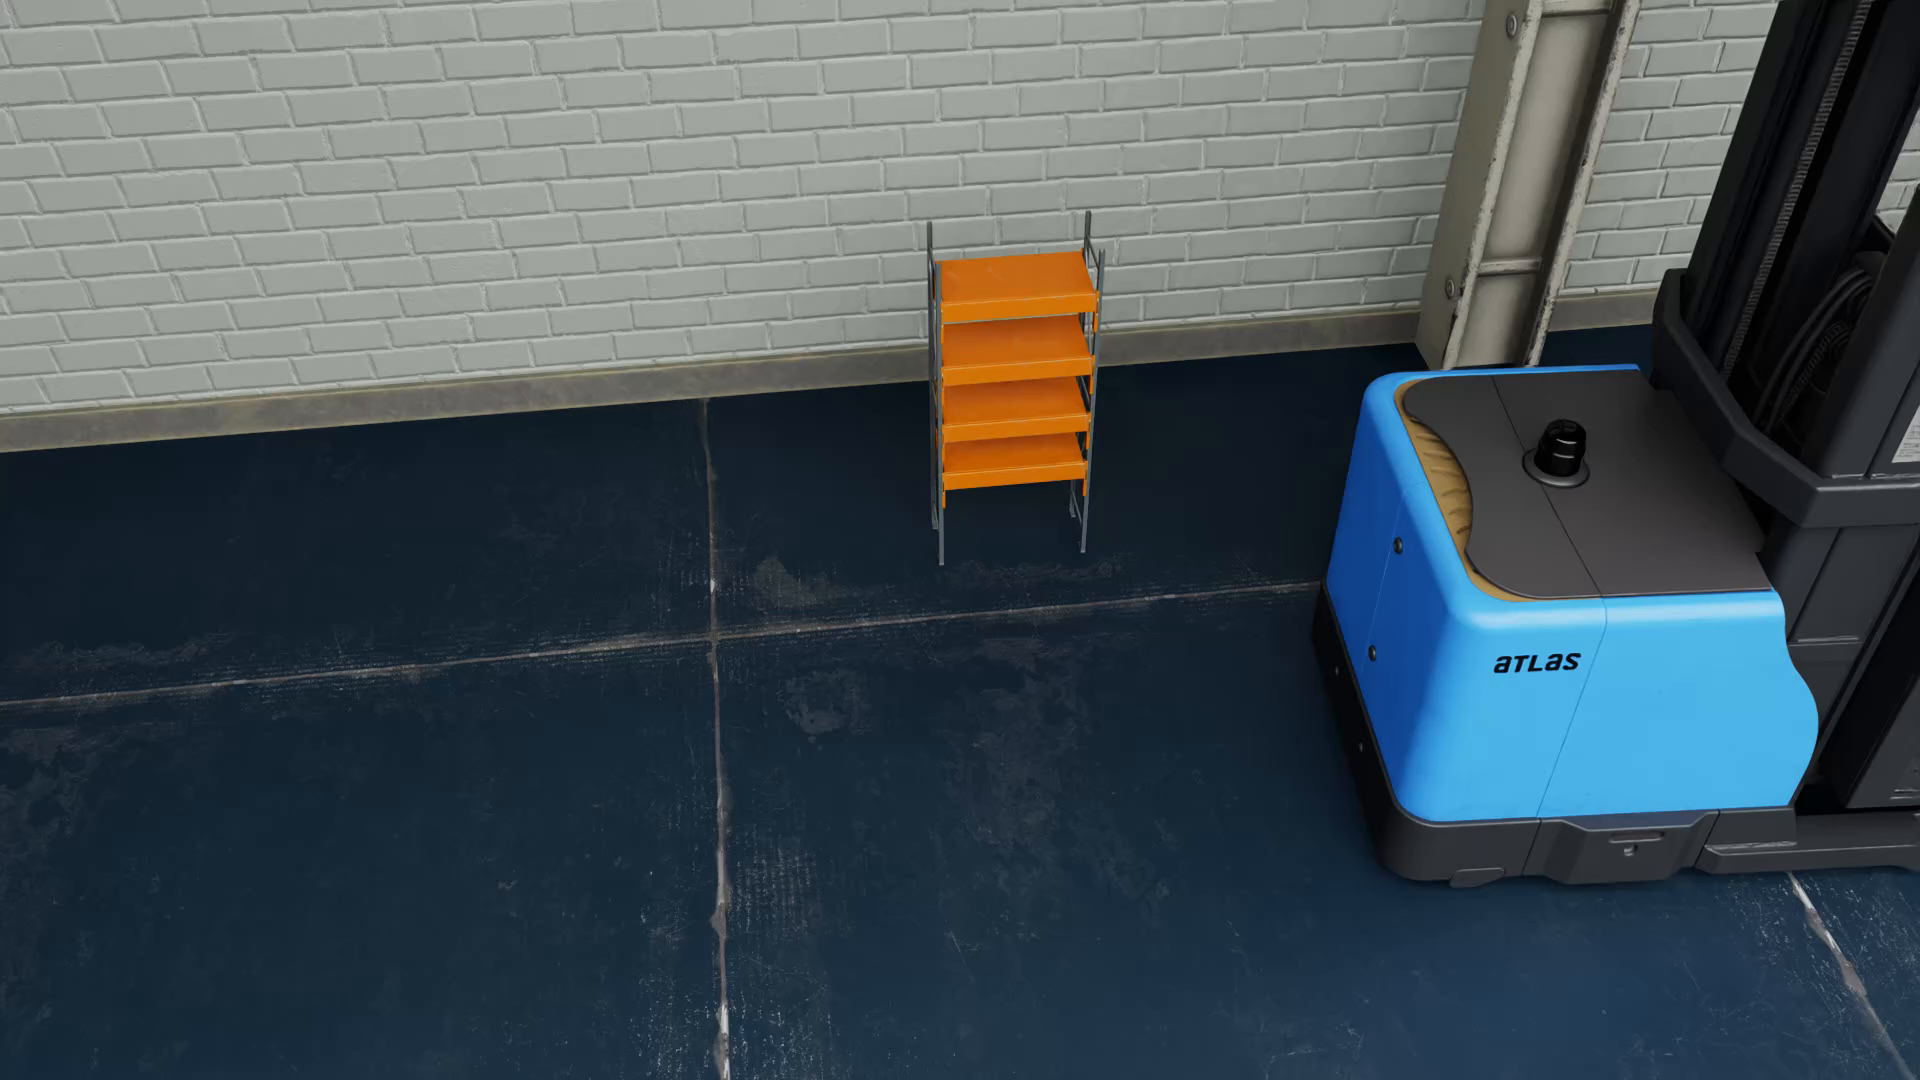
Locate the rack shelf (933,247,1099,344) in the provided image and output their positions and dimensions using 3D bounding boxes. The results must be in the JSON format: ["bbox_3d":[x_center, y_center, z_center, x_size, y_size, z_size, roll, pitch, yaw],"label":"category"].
[{"bbox_3d":[0.164,-0.752,5.101,0.480,0.148,0.258,-5,42,-6],"label":"rack shelf"}]

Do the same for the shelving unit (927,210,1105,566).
[{"bbox_3d":[0.164,-0.460,5.364,0.503,1.200,0.258,-5,42,-6],"label":"shelving unit"}]

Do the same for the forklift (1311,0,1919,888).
[{"bbox_3d":[2.656,-0.501,4.117,3.031,2.935,1.130,-2,42,-3],"label":"forklift"}]

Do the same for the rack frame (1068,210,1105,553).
[{"bbox_3d":[0.406,-0.481,5.388,0.015,1.200,0.240,-5,42,-6],"label":"rack frame"}]

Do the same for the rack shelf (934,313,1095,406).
[{"bbox_3d":[0.164,-0.576,5.259,0.480,0.148,0.258,-5,42,-6],"label":"rack shelf"}]

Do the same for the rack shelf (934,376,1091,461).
[{"bbox_3d":[0.164,-0.410,5.409,0.480,0.148,0.258,-5,42,-6],"label":"rack shelf"}]

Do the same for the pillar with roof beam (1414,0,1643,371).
[{"bbox_3d":[2.581,-1.210,0.373,0.400,9.000,9.100,-5,42,-6],"label":"pillar with roof beam"}]

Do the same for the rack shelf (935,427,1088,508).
[{"bbox_3d":[0.164,-0.263,5.542,0.480,0.148,0.258,-5,42,-6],"label":"rack shelf"}]

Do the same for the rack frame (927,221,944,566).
[{"bbox_3d":[-0.078,-0.439,5.341,0.015,1.200,0.240,-5,42,-6],"label":"rack frame"}]
